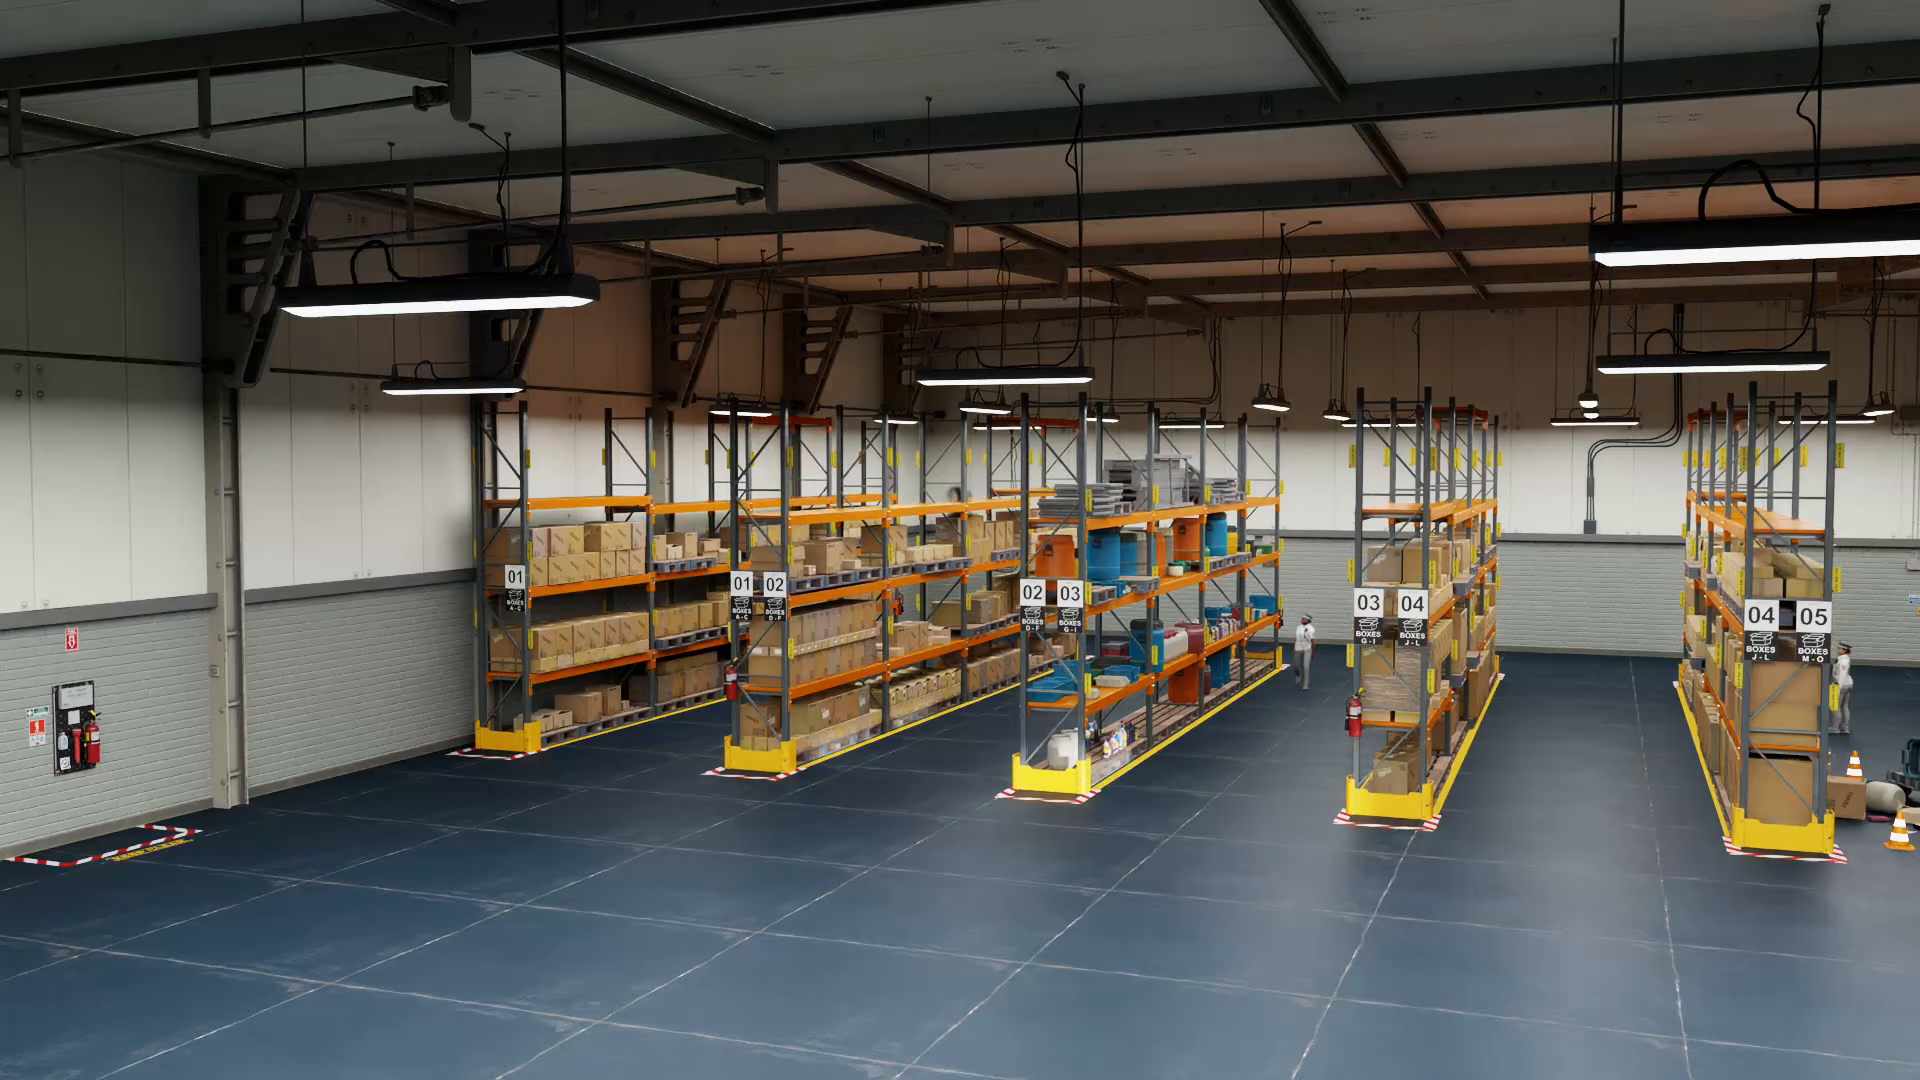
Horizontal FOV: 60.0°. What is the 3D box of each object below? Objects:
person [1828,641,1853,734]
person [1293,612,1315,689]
[{"bbox_3d":[16.094,2.688,30.412,0.531,1.691,0.393,-2,3,-37],"label":"person"},{"bbox_3d":[7.505,2.395,36.231,0.475,1.662,0.665,1,3,18],"label":"person"}]
